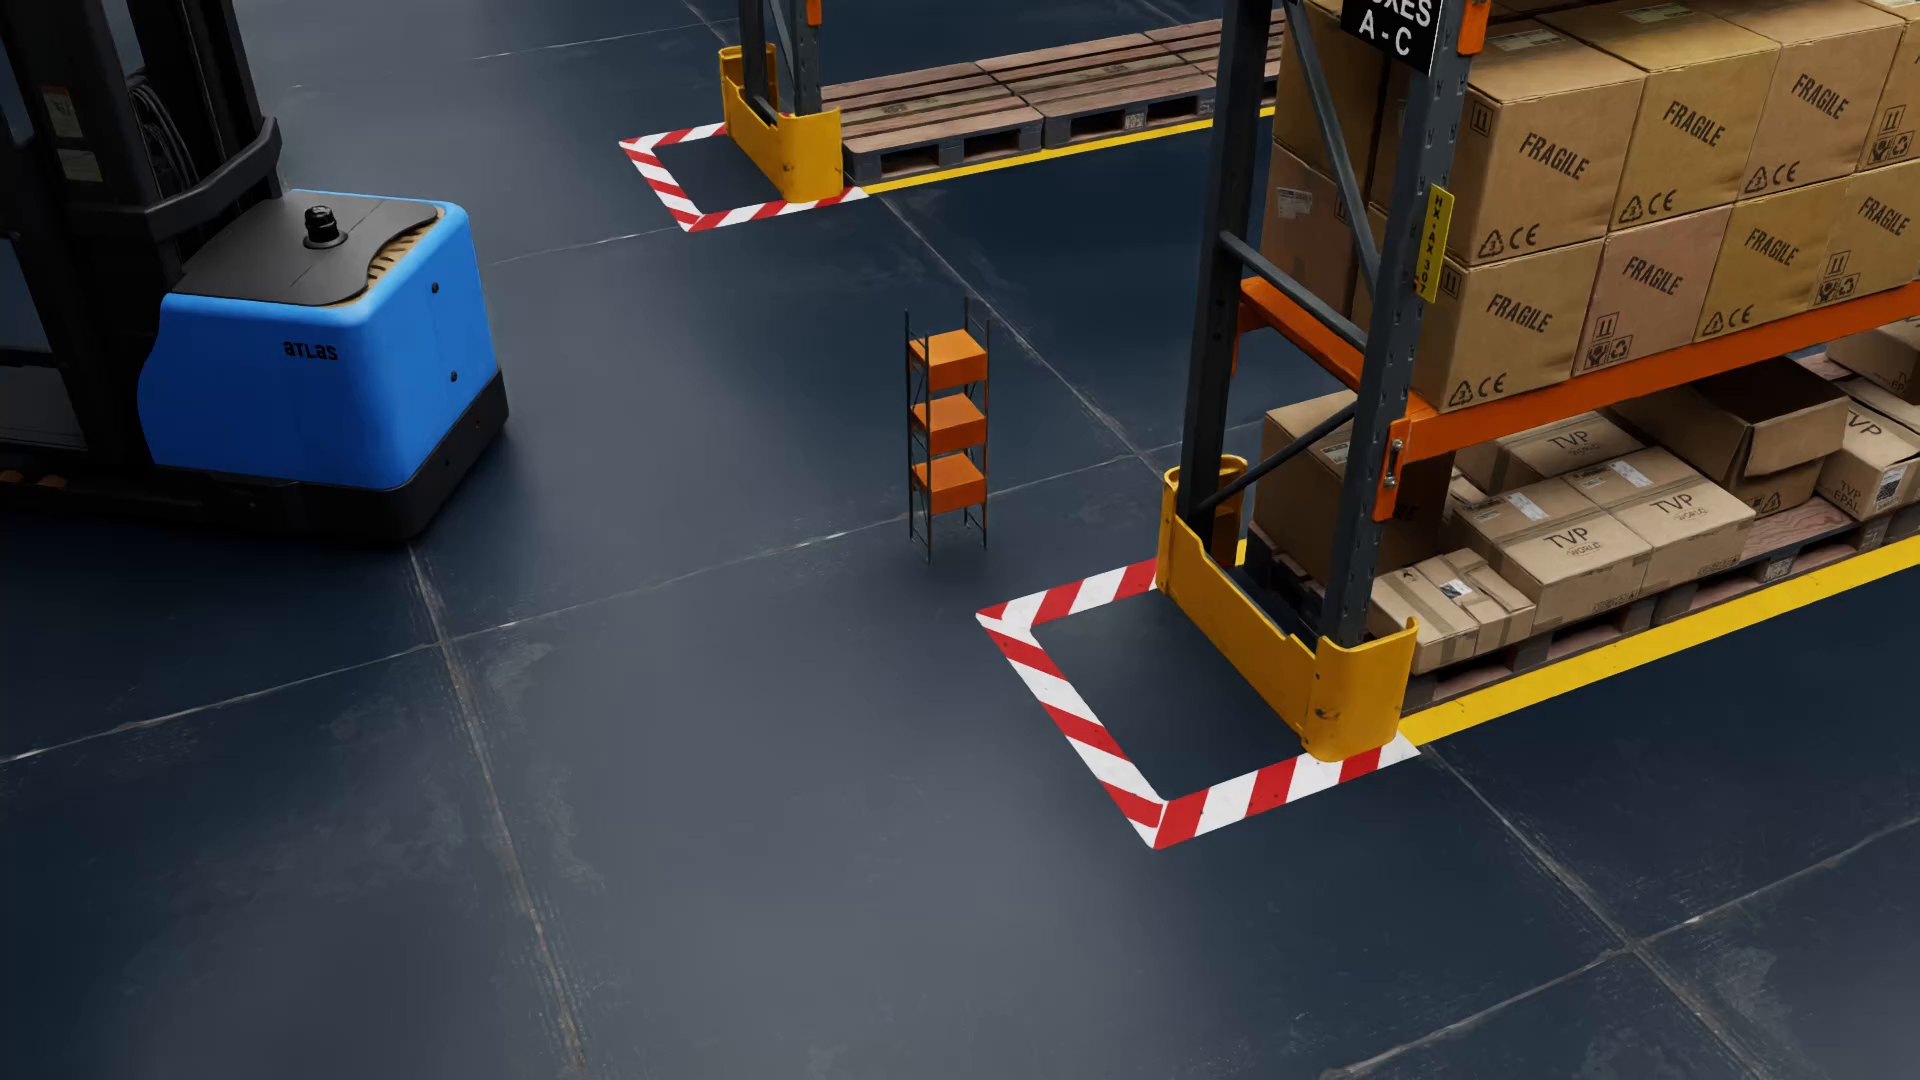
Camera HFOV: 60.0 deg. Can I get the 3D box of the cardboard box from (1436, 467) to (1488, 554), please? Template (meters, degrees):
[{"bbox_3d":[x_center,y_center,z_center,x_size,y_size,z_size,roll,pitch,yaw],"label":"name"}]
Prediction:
[{"bbox_3d":[1.871,-0.129,6.415,0.250,0.166,0.380,-16,39,-20],"label":"cardboard box"}]

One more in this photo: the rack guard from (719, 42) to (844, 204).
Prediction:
[{"bbox_3d":[-1.039,-2.421,9.594,0.348,0.500,1.175,-16,39,-20],"label":"rack guard"}]

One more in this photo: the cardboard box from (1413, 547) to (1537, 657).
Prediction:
[{"bbox_3d":[1.830,0.212,5.956,0.250,0.166,0.380,-16,39,-20],"label":"cardboard box"}]

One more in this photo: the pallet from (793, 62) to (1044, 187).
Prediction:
[{"bbox_3d":[-0.259,-2.506,9.951,1.213,0.211,1.003,-16,39,-20],"label":"pallet"}]

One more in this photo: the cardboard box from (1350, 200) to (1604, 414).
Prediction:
[{"bbox_3d":[1.592,-0.776,5.194,0.500,0.500,0.500,-15,39,-19],"label":"cardboard box"}]

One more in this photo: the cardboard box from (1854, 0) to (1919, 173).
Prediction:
[{"bbox_3d":[2.977,-1.567,5.421,0.500,0.500,0.500,-16,39,-20],"label":"cardboard box"}]

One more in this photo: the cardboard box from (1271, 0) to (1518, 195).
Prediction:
[{"bbox_3d":[1.365,-1.468,5.288,0.500,0.500,0.500,-16,39,-20],"label":"cardboard box"}]

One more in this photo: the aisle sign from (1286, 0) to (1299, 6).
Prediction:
[{"bbox_3d":[0.887,-1.958,4.689,0.004,0.787,0.394,-16,39,-20],"label":"aisle sign"}]

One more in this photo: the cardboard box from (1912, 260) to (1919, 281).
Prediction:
[{"bbox_3d":[3.426,-1.291,5.888,0.500,0.500,0.500,-15,39,-19],"label":"cardboard box"}]

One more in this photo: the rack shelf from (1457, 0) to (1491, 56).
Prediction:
[{"bbox_3d":[2.889,-2.188,5.267,4.000,0.370,1.077,-16,39,-20],"label":"rack shelf"}]

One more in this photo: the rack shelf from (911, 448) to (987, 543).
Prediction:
[{"bbox_3d":[-0.048,-0.176,6.591,0.240,0.259,0.215,-16,39,-20],"label":"rack shelf"}]

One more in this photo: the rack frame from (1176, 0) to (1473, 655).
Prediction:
[{"bbox_3d":[1.079,-0.766,5.264,0.127,3.000,1.000,-16,39,-20],"label":"rack frame"}]

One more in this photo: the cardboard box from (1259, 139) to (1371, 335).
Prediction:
[{"bbox_3d":[1.369,-1.066,5.585,0.500,0.500,0.500,-14,39,-19],"label":"cardboard box"}]

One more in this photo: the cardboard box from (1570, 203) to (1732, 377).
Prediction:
[{"bbox_3d":[2.057,-0.909,5.374,0.500,0.500,0.500,-16,39,-20],"label":"cardboard box"}]

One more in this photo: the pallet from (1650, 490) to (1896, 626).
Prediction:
[{"bbox_3d":[2.972,-0.173,6.807,1.213,0.211,1.003,-16,39,-20],"label":"pallet"}]

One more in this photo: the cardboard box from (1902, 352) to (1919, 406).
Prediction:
[{"bbox_3d":[4.304,-0.654,6.842,0.500,0.500,0.500,-16,39,-20],"label":"cardboard box"}]

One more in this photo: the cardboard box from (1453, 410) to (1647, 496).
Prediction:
[{"bbox_3d":[2.339,-0.333,6.619,0.500,0.250,0.500,-16,39,-20],"label":"cardboard box"}]

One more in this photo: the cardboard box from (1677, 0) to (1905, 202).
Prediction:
[{"bbox_3d":[2.517,-1.438,5.247,0.500,0.500,0.500,-15,39,-19],"label":"cardboard box"}]

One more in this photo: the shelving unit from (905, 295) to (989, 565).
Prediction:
[{"bbox_3d":[-0.048,-0.408,6.419,0.252,1.050,0.215,-16,39,-20],"label":"shelving unit"}]

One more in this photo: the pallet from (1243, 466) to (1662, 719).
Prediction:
[{"bbox_3d":[1.869,0.133,6.394,1.213,0.211,1.003,-16,39,-20],"label":"pallet"}]

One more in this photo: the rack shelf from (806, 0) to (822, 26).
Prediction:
[{"bbox_3d":[0.788,-3.655,9.764,4.000,0.370,1.077,-16,39,-20],"label":"rack shelf"}]

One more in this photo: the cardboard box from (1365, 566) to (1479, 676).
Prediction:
[{"bbox_3d":[1.604,0.282,5.875,0.250,0.149,0.380,-16,39,-20],"label":"cardboard box"}]

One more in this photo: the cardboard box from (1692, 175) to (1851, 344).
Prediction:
[{"bbox_3d":[2.513,-1.035,5.543,0.500,0.500,0.500,-16,39,-20],"label":"cardboard box"}]

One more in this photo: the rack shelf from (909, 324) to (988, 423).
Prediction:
[{"bbox_3d":[-0.048,-0.628,6.256,0.240,0.259,0.215,-16,39,-20],"label":"rack shelf"}]

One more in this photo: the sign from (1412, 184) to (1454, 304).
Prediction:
[{"bbox_3d":[1.309,-0.821,4.612,0.005,0.325,0.100,-16,39,-20],"label":"sign"}]

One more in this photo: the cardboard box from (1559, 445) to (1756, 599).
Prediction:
[{"bbox_3d":[2.597,-0.076,6.273,0.500,0.250,0.500,-16,39,-20],"label":"cardboard box"}]

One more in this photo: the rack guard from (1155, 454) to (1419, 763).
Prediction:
[{"bbox_3d":[1.148,0.219,6.035,0.348,0.500,1.175,-16,39,-20],"label":"rack guard"}]

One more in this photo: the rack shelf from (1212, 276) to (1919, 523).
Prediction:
[{"bbox_3d":[2.889,-0.983,6.161,4.000,0.370,1.077,-16,39,-20],"label":"rack shelf"}]

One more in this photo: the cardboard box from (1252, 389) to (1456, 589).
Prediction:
[{"bbox_3d":[1.466,-0.209,6.242,0.500,0.500,0.500,-16,39,-20],"label":"cardboard box"}]

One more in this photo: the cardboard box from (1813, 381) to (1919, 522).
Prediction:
[{"bbox_3d":[3.626,-0.388,6.643,0.500,0.311,0.500,-16,39,-20],"label":"cardboard box"}]

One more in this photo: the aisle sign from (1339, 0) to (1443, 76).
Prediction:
[{"bbox_3d":[1.142,-1.634,4.253,0.004,0.787,0.394,-16,39,-20],"label":"aisle sign"}]

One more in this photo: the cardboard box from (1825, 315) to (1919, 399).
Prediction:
[{"bbox_3d":[4.228,-0.885,7.313,0.500,0.311,0.500,-16,39,-20],"label":"cardboard box"}]

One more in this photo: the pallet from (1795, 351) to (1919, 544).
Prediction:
[{"bbox_3d":[4.078,-0.485,7.226,1.213,0.211,1.003,-16,39,-20],"label":"pallet"}]

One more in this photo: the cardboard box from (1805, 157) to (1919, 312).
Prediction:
[{"bbox_3d":[2.966,-1.160,5.713,0.500,0.500,0.500,-15,39,-19],"label":"cardboard box"}]

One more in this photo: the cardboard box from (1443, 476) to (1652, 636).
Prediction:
[{"bbox_3d":[2.144,0.051,6.102,0.500,0.250,0.500,-16,39,-20],"label":"cardboard box"}]

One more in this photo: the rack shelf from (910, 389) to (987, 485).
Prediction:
[{"bbox_3d":[-0.048,-0.400,6.425,0.240,0.259,0.215,-16,39,-20],"label":"rack shelf"}]

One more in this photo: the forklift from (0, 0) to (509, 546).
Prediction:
[{"bbox_3d":[-3.567,-1.581,6.421,3.031,2.935,1.130,6,37,9],"label":"forklift"}]

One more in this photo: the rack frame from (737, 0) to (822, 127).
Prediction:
[{"bbox_3d":[-1.023,-3.438,8.867,0.127,3.000,1.000,-16,39,-20],"label":"rack frame"}]

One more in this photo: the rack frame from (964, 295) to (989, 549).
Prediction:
[{"bbox_3d":[0.062,-0.439,6.461,0.008,1.050,0.200,-16,39,-20],"label":"rack frame"}]

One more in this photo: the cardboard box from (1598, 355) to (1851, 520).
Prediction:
[{"bbox_3d":[3.001,-0.474,6.597,0.637,0.503,0.797,-16,39,-20],"label":"cardboard box"}]

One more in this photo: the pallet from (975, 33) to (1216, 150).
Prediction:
[{"bbox_3d":[0.843,-2.812,10.364,1.213,0.211,1.003,-16,39,-20],"label":"pallet"}]

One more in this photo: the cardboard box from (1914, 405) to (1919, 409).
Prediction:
[{"bbox_3d":[3.991,-0.385,6.775,0.250,0.149,0.380,-16,39,-20],"label":"cardboard box"}]

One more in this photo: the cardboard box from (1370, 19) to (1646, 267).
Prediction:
[{"bbox_3d":[1.592,-1.177,4.896,0.500,0.500,0.500,-14,39,-19],"label":"cardboard box"}]

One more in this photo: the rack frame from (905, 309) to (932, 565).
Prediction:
[{"bbox_3d":[-0.159,-0.377,6.377,0.008,1.050,0.200,-16,39,-20],"label":"rack frame"}]

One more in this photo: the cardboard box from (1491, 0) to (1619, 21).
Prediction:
[{"bbox_3d":[1.822,-1.597,5.461,0.500,0.500,0.500,-15,39,-19],"label":"cardboard box"}]

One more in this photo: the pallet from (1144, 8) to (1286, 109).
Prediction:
[{"bbox_3d":[1.949,-3.123,10.784,1.213,0.211,1.003,-16,39,-20],"label":"pallet"}]

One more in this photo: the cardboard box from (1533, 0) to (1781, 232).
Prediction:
[{"bbox_3d":[2.062,-1.314,5.080,0.500,0.500,0.500,-15,39,-19],"label":"cardboard box"}]
